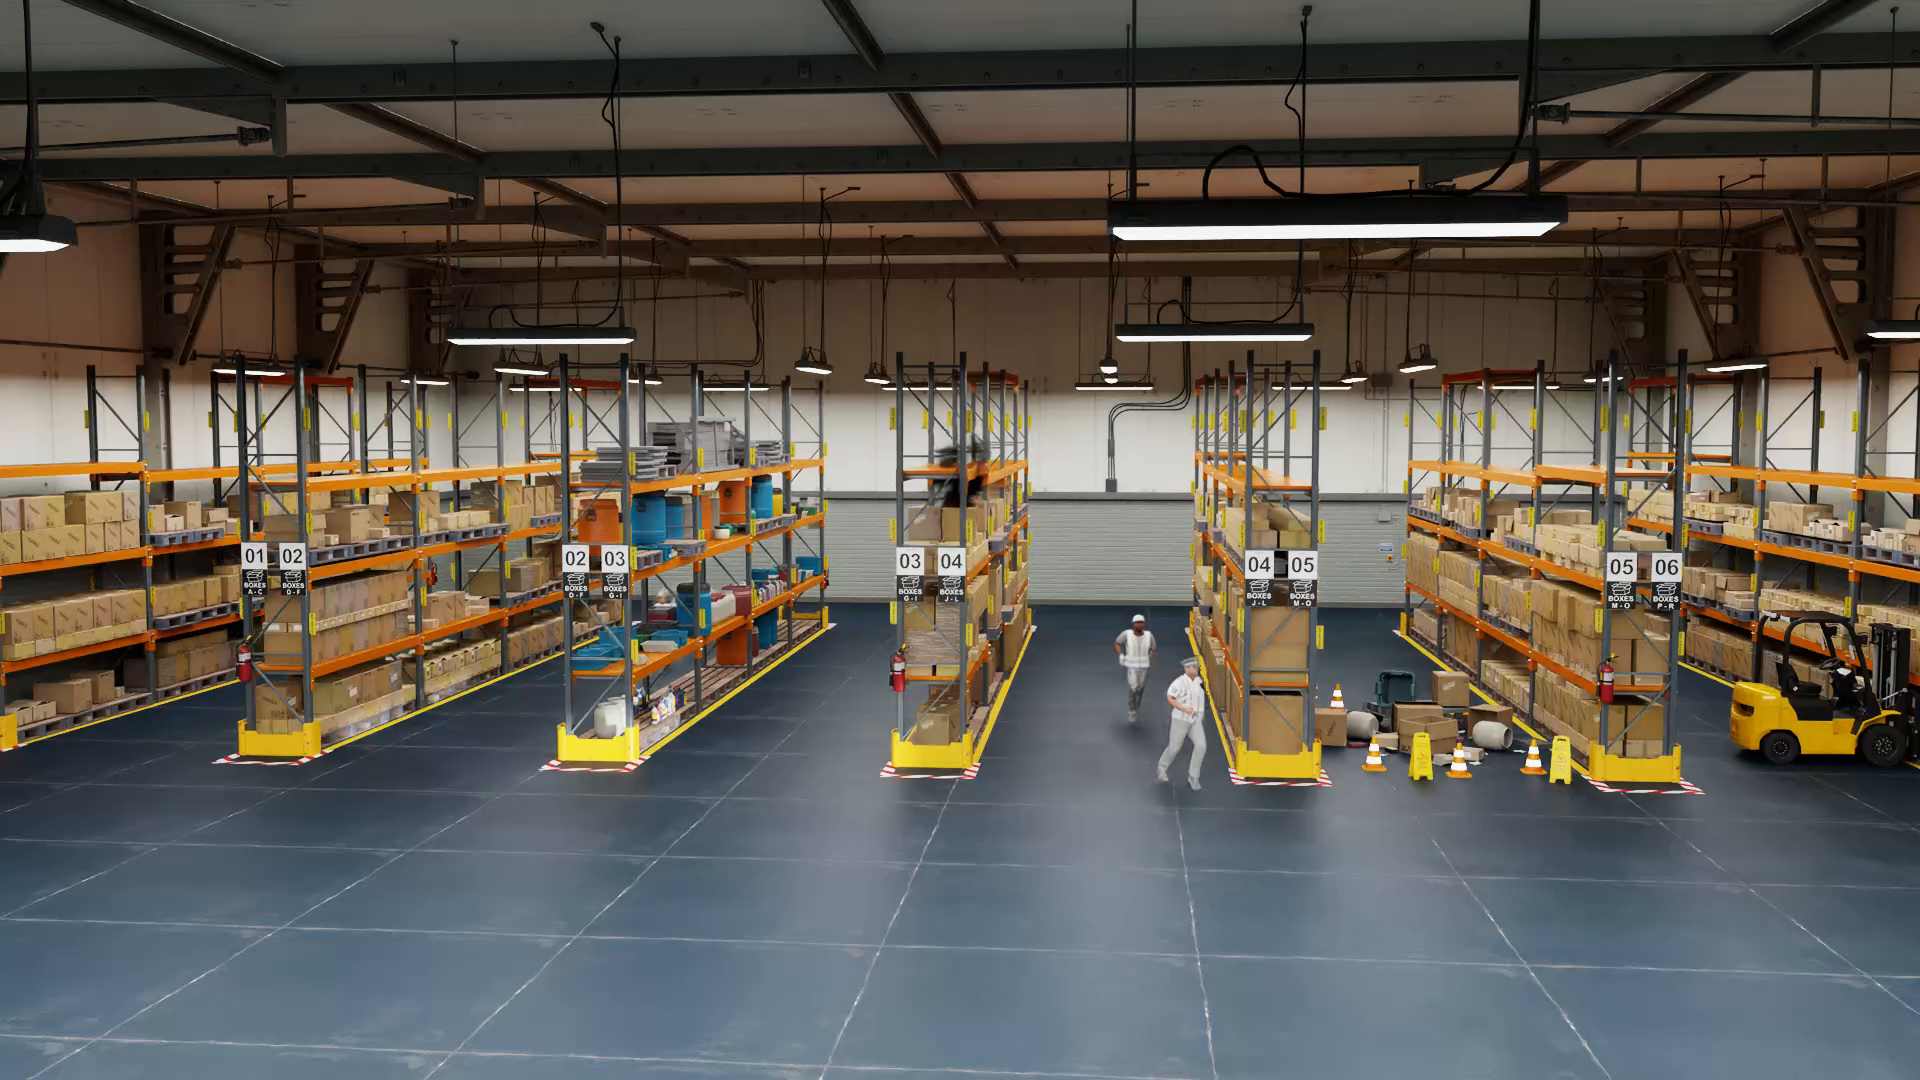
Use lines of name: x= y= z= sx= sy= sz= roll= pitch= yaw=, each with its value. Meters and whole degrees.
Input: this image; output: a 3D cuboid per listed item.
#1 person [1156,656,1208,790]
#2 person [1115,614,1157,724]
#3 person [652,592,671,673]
person: x=3.128 y=2.506 z=22.938 sx=0.694 sy=1.819 sz=0.796 roll=-2 pitch=5 yaw=-30
person: x=2.961 y=2.152 z=27.727 sx=0.654 sy=1.830 sz=0.757 roll=-1 pitch=4 yaw=-11
person: x=-5.942 y=1.850 z=33.018 sx=0.599 sy=1.609 sz=0.557 roll=0 pitch=4 yaw=5
